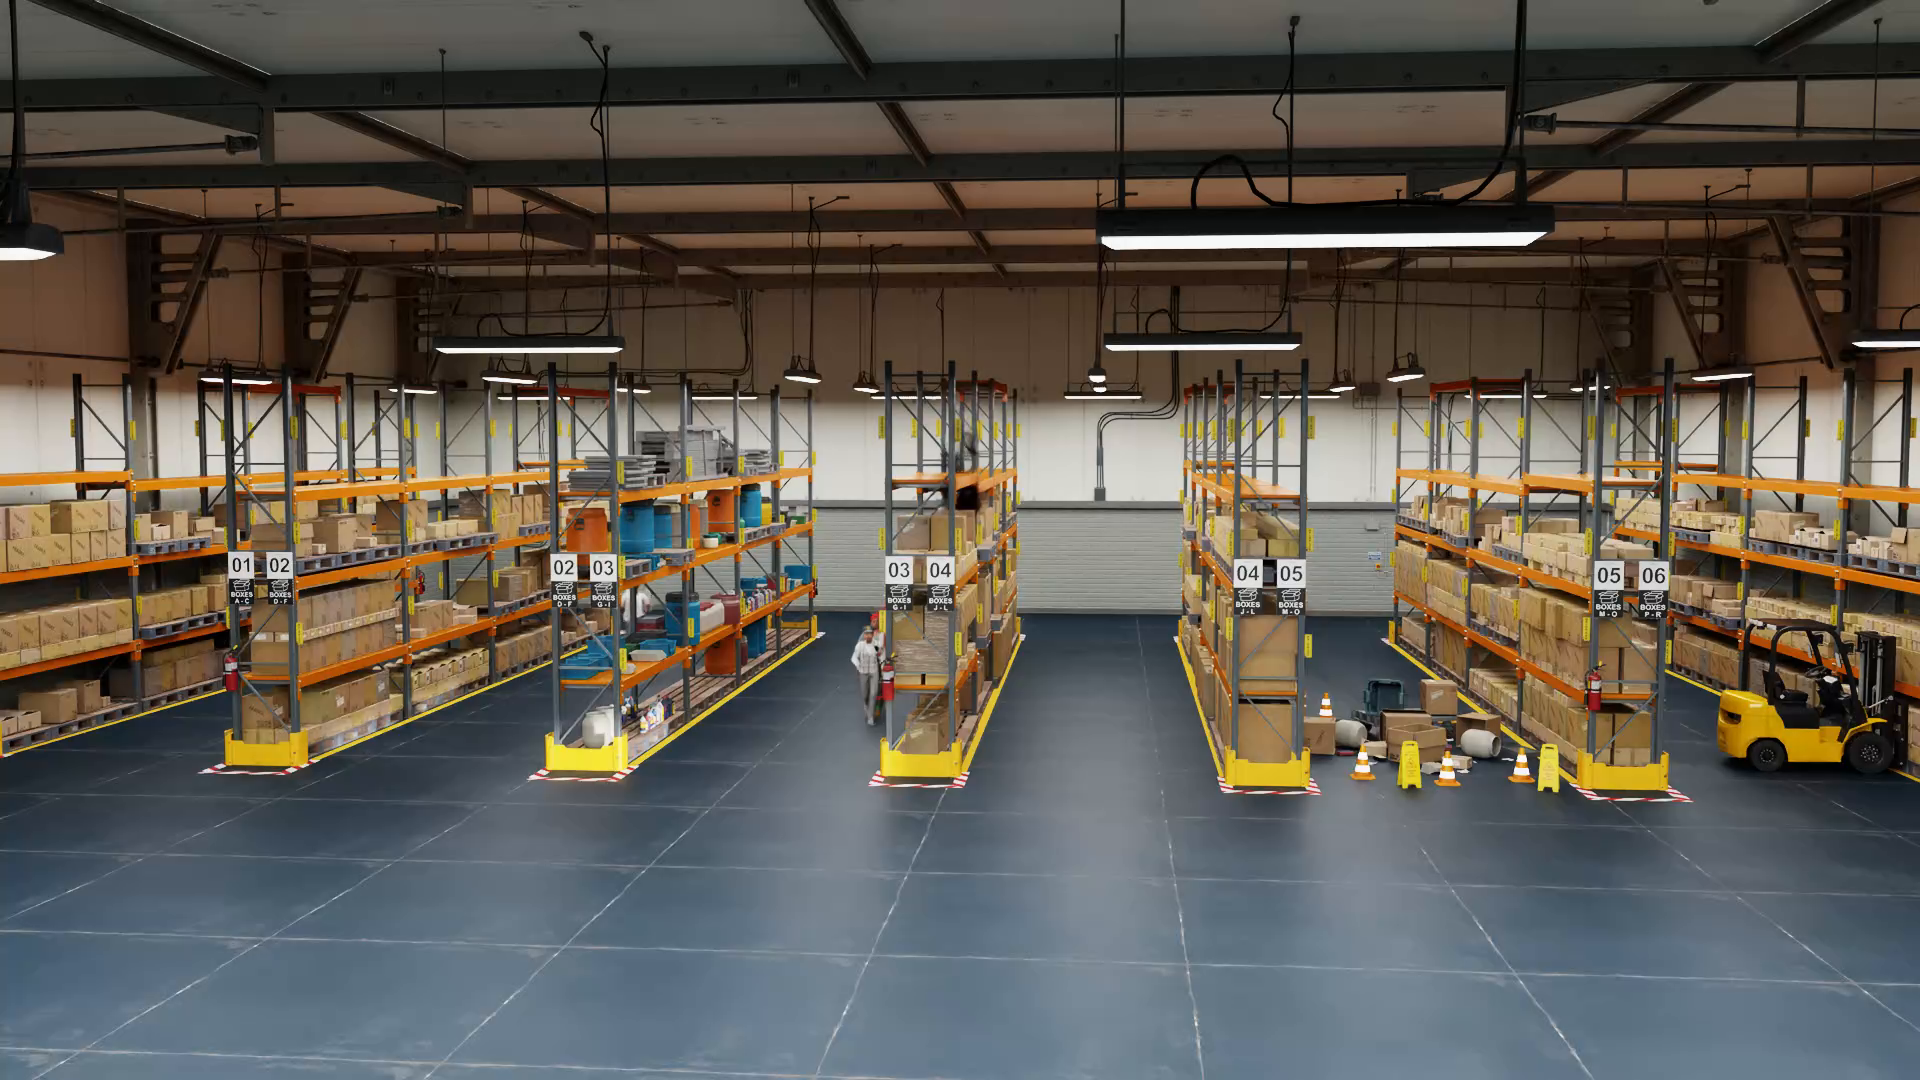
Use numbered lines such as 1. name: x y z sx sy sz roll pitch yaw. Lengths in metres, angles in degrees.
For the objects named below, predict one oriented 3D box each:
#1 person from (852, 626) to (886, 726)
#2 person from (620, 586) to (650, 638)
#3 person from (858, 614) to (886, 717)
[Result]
1. person: -1.554 2.291 28.568 0.602 1.688 0.880 0 4 -1
2. person: -7.122 1.753 36.359 0.699 1.737 0.758 -1 4 -11
3. person: -1.479 2.182 29.268 0.666 1.768 0.957 0 4 -2
